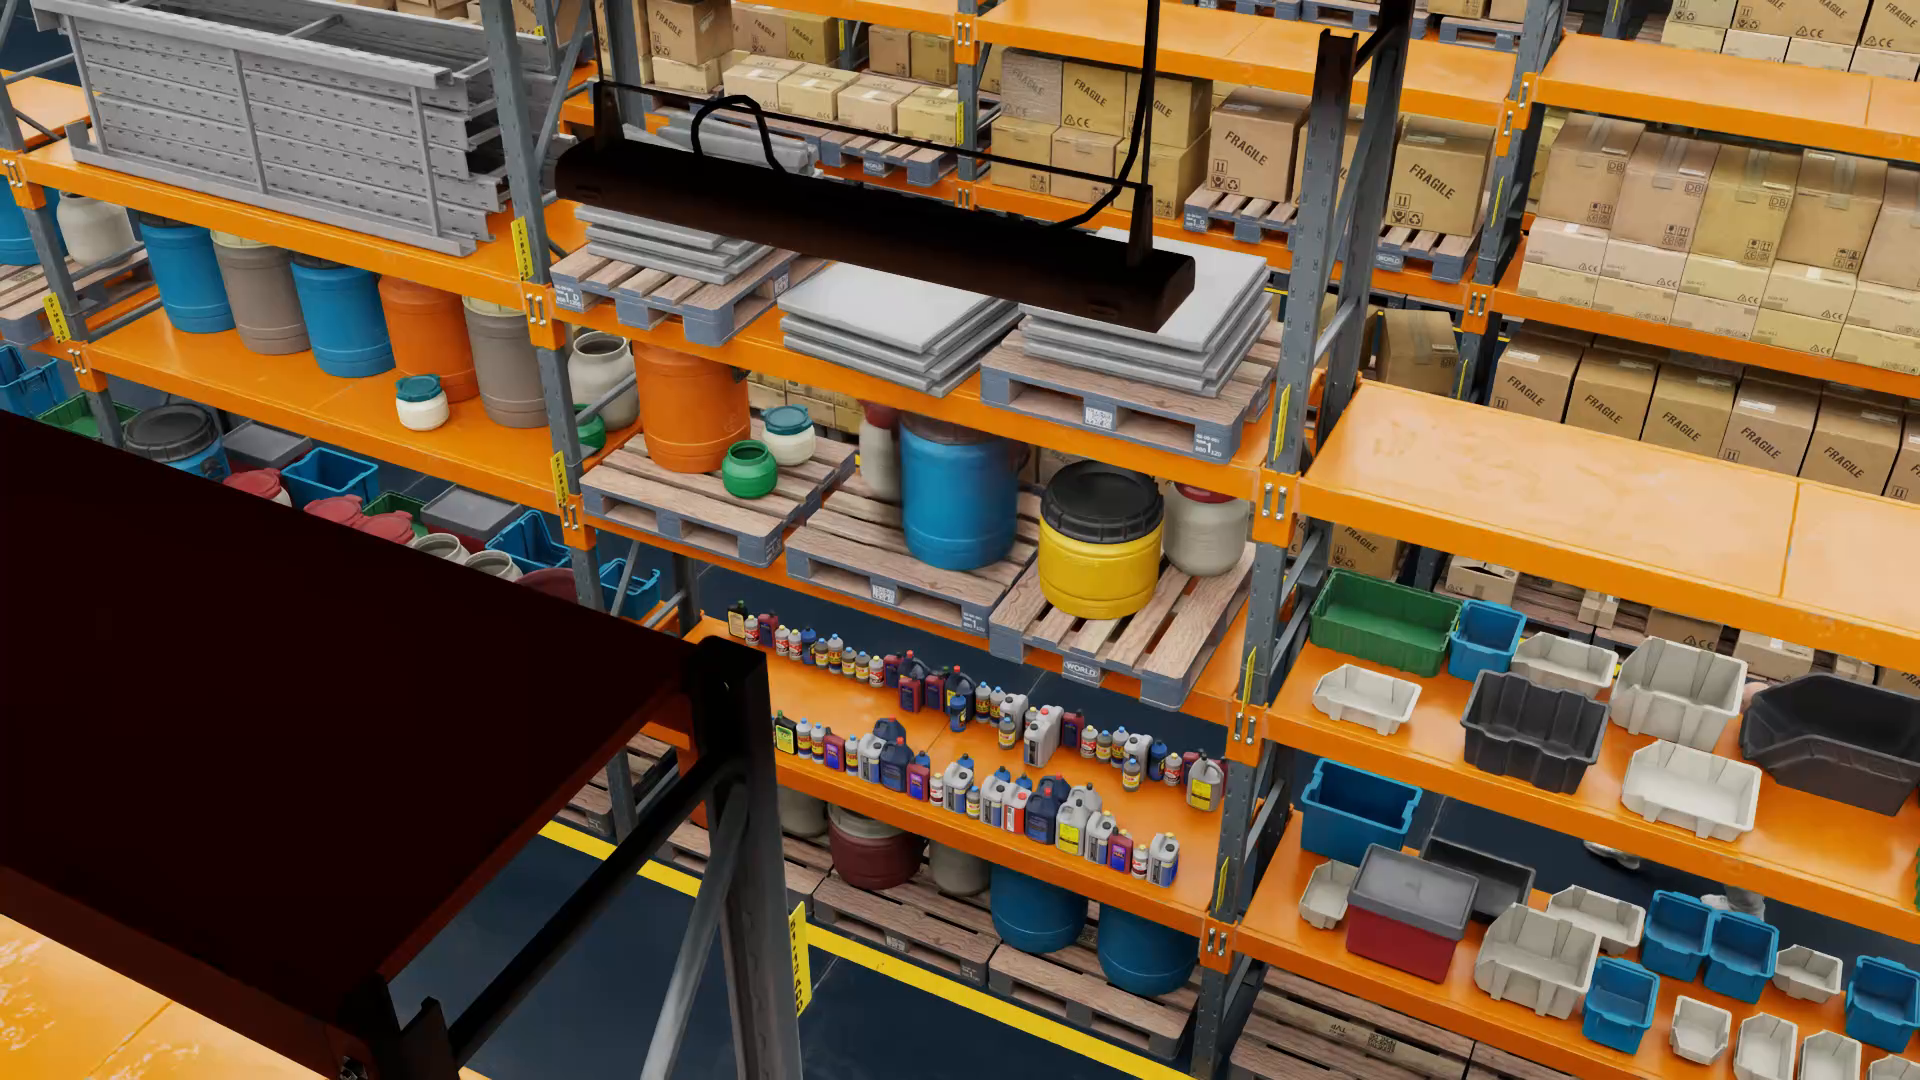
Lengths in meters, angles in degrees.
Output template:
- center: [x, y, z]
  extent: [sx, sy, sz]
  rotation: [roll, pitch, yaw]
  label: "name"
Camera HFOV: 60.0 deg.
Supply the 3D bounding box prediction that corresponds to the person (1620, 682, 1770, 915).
- center: [4.617, 1.512, 10.113]
  extent: [0.921, 1.653, 0.641]
  rotation: [13, 37, 18]
  label: "person"
